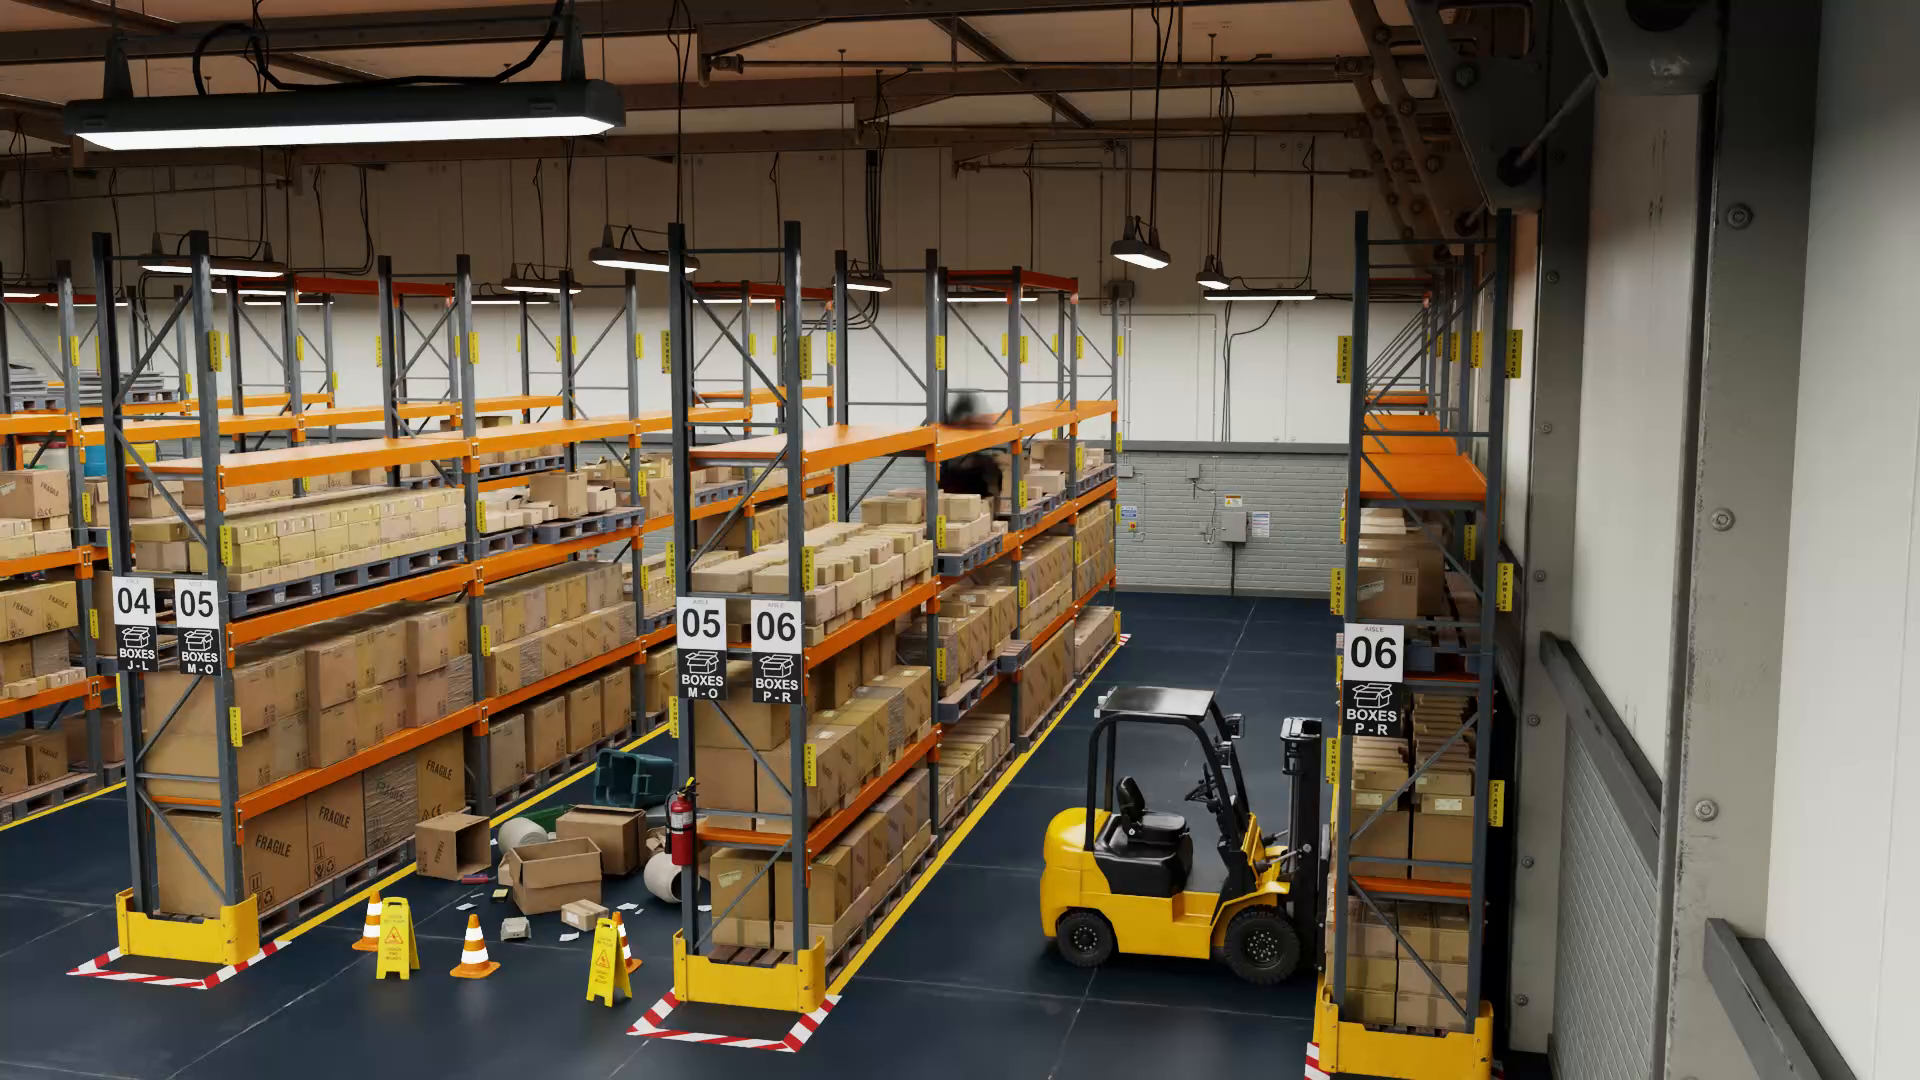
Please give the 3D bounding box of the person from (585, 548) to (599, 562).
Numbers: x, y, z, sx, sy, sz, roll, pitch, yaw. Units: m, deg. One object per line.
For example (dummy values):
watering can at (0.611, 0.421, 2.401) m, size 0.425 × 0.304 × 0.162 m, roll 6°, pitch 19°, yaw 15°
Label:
person at (-6.221, 0.925, 28.238) m, size 0.609 × 1.649 × 0.584 m, roll 0°, pitch 7°, yaw 3°
